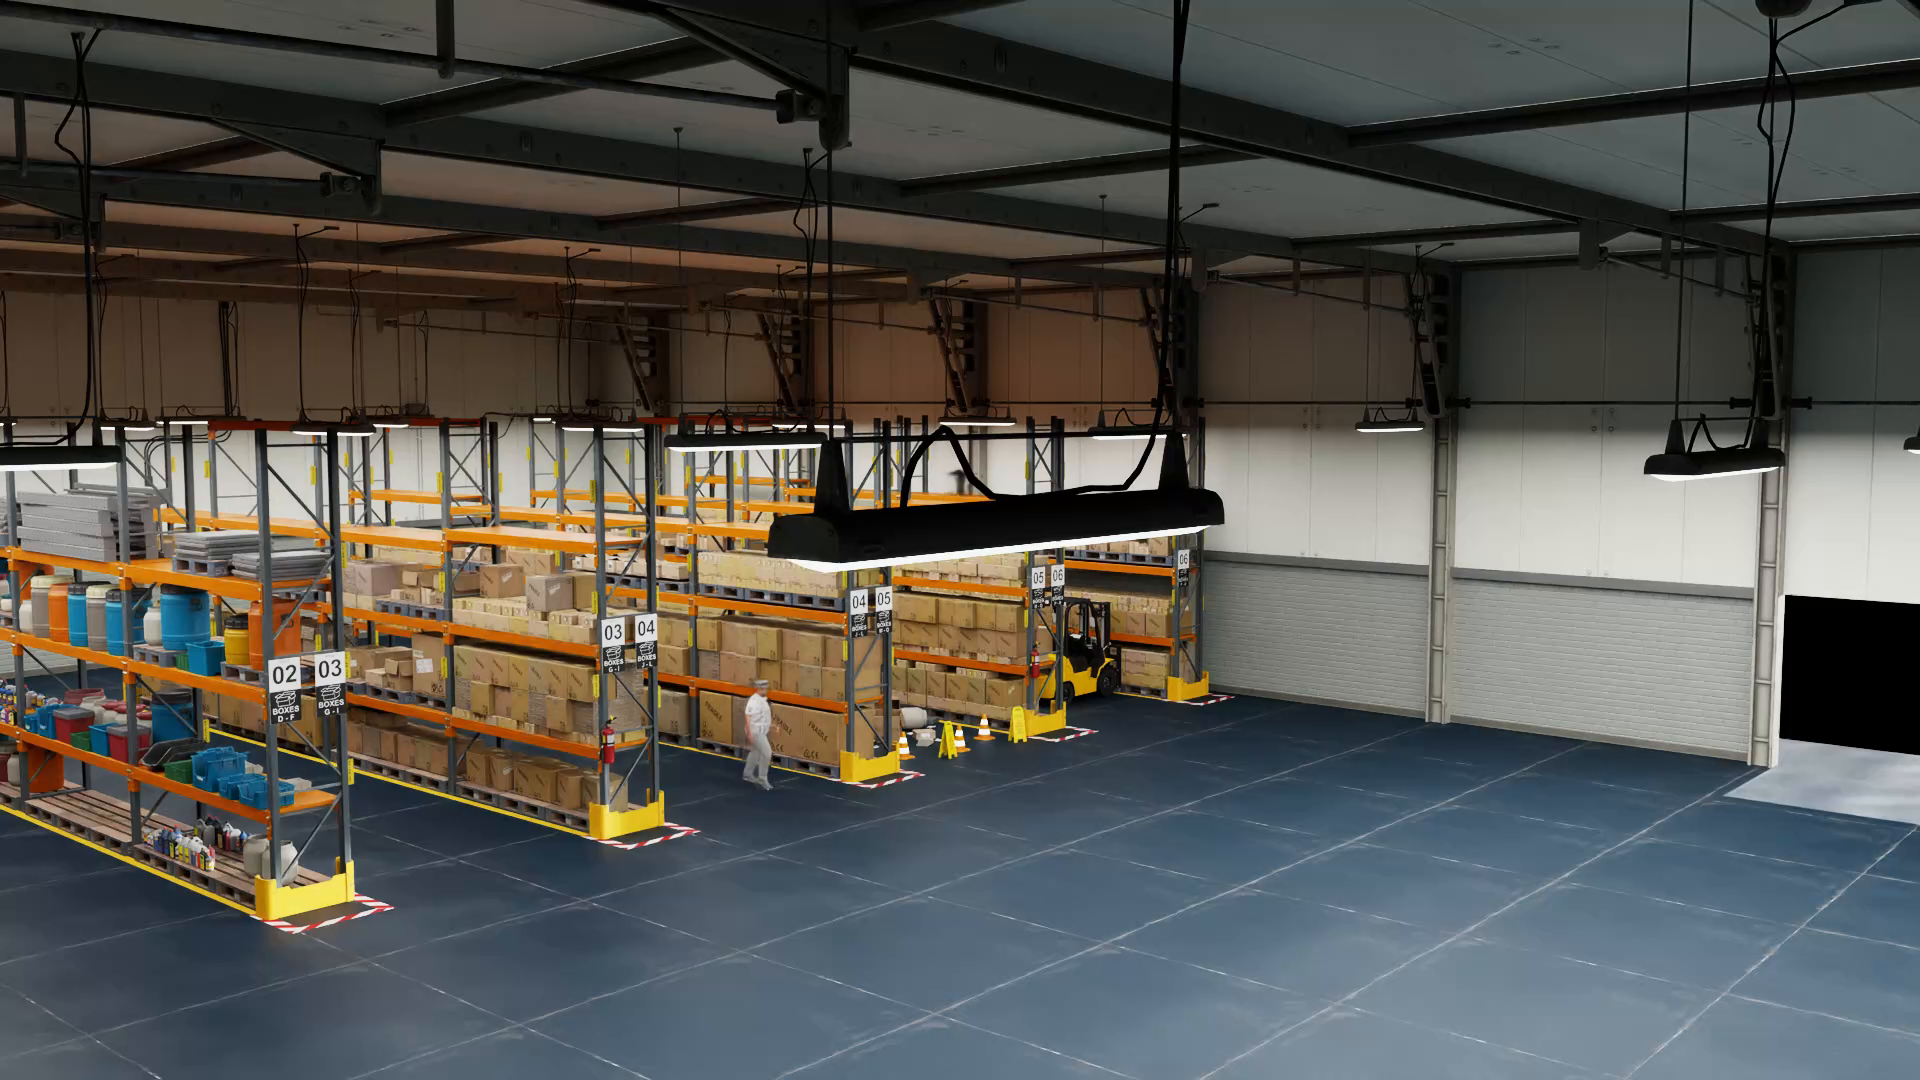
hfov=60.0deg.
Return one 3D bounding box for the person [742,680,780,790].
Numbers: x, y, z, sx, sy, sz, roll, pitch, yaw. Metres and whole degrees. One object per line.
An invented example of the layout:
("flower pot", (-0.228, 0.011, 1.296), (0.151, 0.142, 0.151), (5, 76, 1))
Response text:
("person", (-3.318, 3.190, 27.260), (0.610, 1.815, 0.626), (1, 5, 11))
